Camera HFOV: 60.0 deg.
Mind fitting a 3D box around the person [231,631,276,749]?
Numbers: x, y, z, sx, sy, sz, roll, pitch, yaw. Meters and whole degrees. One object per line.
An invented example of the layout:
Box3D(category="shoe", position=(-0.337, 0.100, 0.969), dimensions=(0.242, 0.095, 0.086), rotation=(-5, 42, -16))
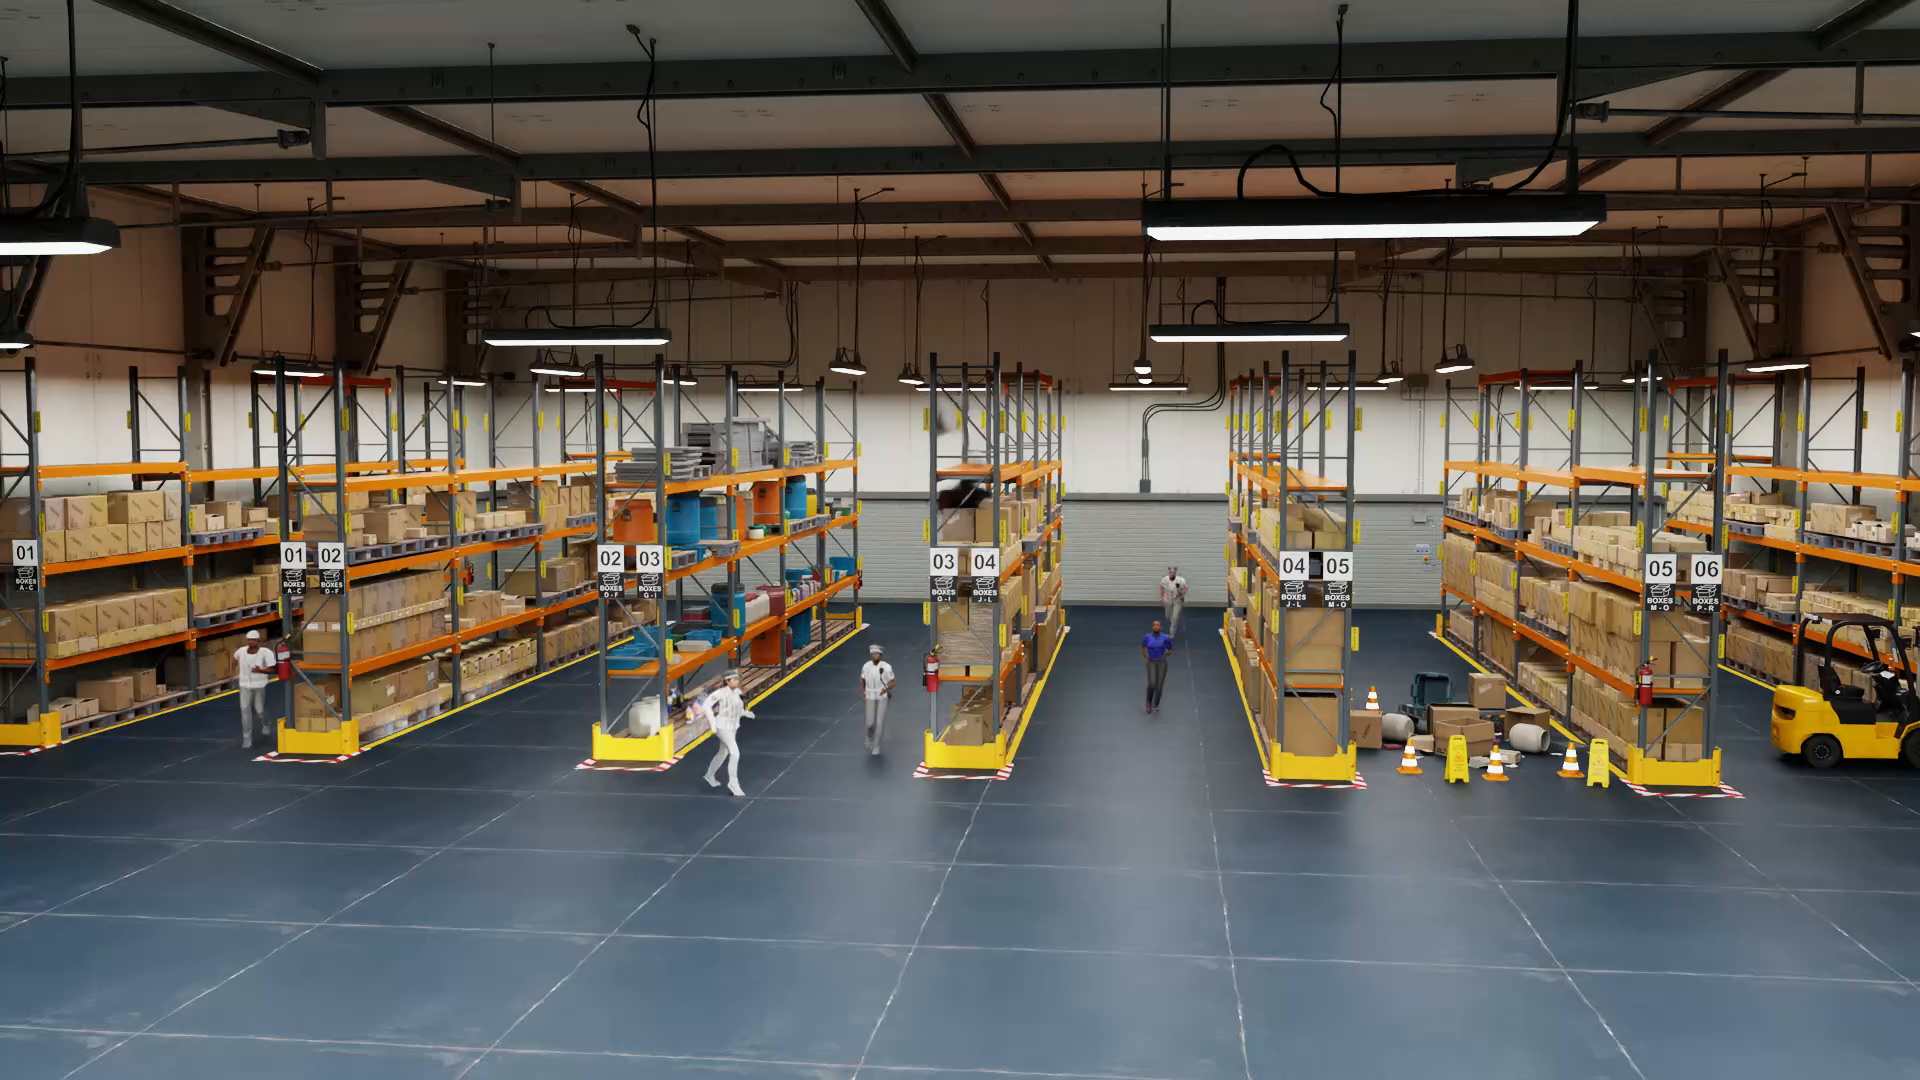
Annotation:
Box3D(category="person", position=(-11.051, 2.300, 25.976), dimensions=(0.716, 1.780, 0.989), rotation=(-1, 4, -9))

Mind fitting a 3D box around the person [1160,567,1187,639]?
Box3D(category="person", position=(4.962, 1.445, 38.652), dimensions=(0.657, 1.714, 0.764), rotation=(1, 4, 13))

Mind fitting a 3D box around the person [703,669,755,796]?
Box3D(category="person", position=(-3.155, 2.592, 22.491), dimensions=(0.856, 1.738, 0.545), rotation=(2, 5, 29))

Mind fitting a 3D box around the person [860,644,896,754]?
Box3D(category="person", position=(-1.256, 2.401, 25.103), dimensions=(0.565, 1.670, 0.568), rotation=(0, 4, 6))

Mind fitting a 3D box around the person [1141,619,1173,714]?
Box3D(category="person", position=(3.374, 2.173, 28.483), dimensions=(0.554, 1.633, 0.632), rotation=(0, 4, 5))
